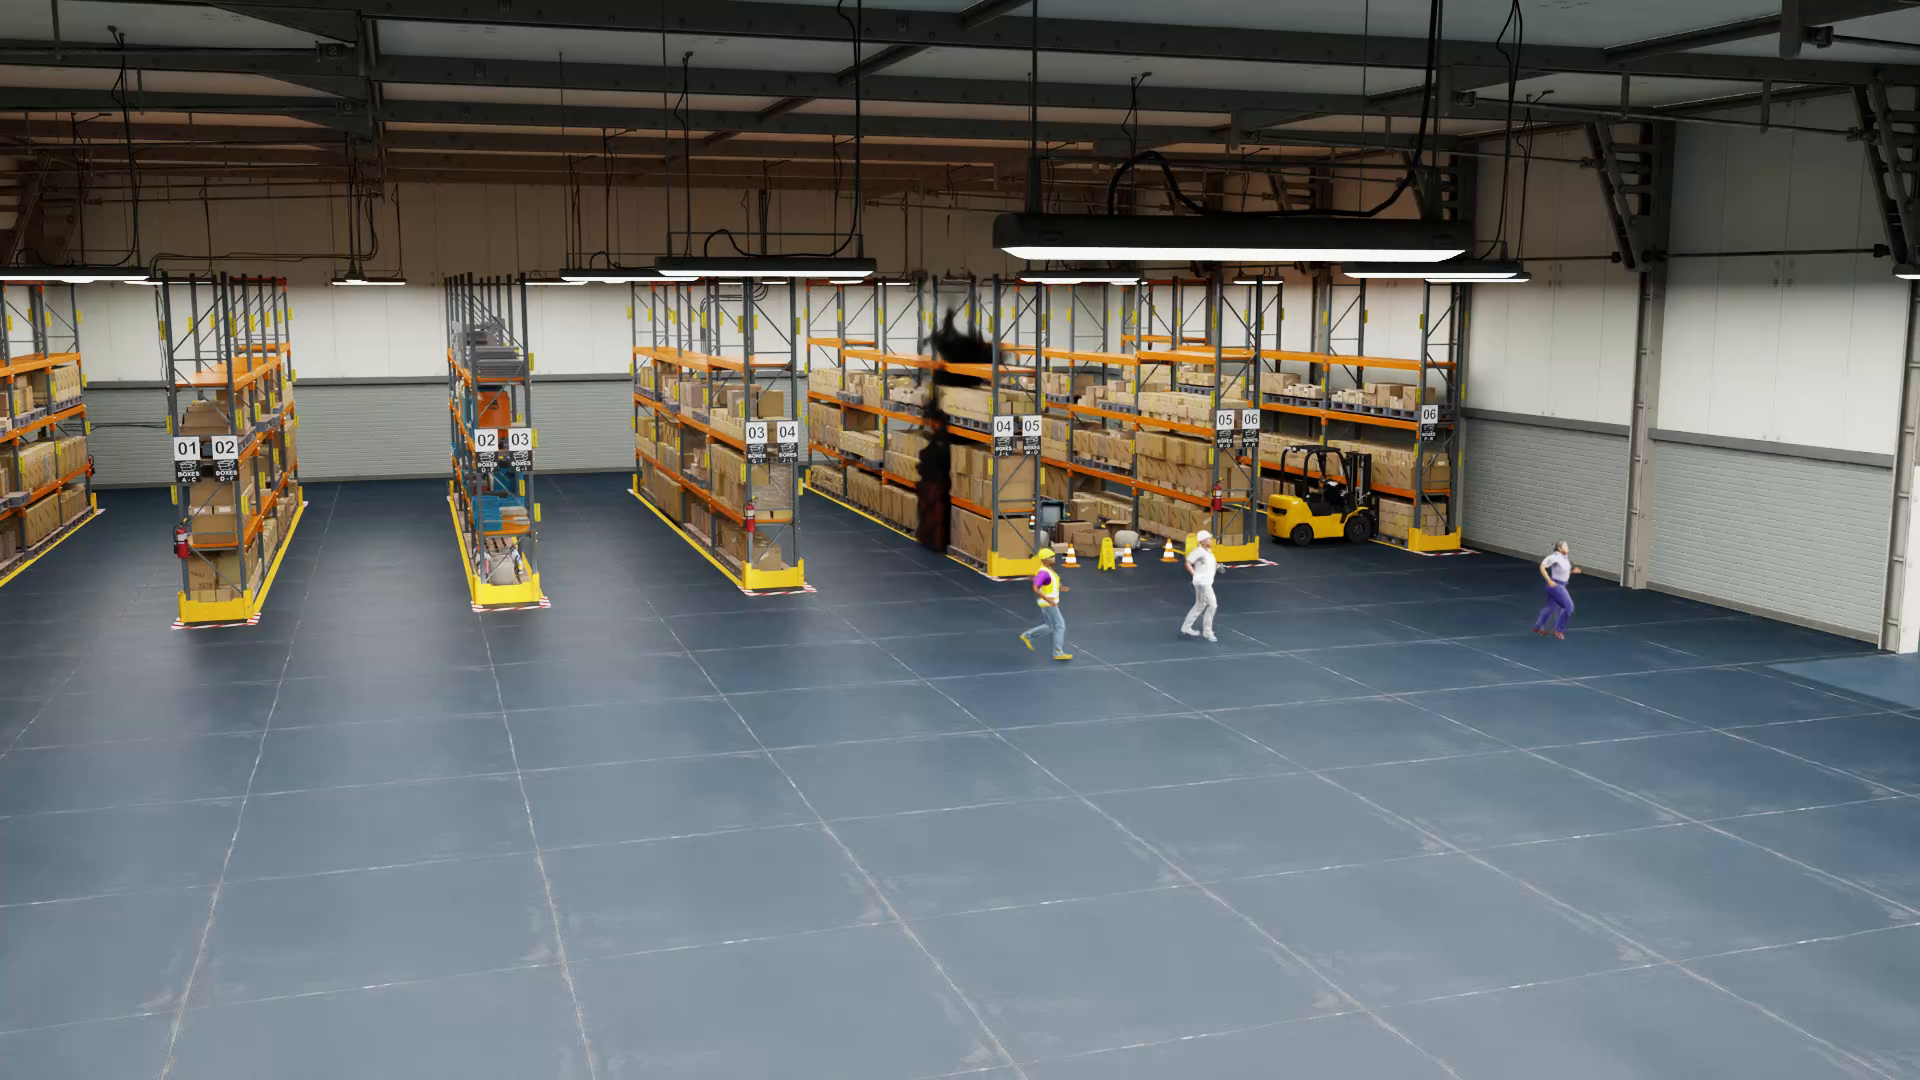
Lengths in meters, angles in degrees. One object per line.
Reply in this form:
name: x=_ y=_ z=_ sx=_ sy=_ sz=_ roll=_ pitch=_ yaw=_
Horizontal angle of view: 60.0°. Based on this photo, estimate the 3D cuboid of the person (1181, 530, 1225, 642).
person: x=3.981 y=0.759 z=27.258 sx=0.703 sy=1.847 sz=0.669 roll=3 pitch=9 yaw=18

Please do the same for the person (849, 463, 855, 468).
person: x=-3.090 y=-2.597 z=49.566 sx=0.950 sy=1.724 sz=0.741 roll=7 pitch=11 yaw=40

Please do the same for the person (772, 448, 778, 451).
person: x=-5.563 y=-2.323 z=47.707 sx=0.792 sy=1.747 sz=0.707 roll=1 pitch=9 yaw=8

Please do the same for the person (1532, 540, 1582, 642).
person: x=9.813 y=0.842 z=27.297 sx=0.705 sy=1.692 sz=0.572 roll=4 pitch=10 yaw=27

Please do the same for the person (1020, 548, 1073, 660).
person: x=1.345 y=0.992 z=25.785 sx=0.846 sy=1.739 sz=0.714 roll=1 pitch=9 yaw=8
